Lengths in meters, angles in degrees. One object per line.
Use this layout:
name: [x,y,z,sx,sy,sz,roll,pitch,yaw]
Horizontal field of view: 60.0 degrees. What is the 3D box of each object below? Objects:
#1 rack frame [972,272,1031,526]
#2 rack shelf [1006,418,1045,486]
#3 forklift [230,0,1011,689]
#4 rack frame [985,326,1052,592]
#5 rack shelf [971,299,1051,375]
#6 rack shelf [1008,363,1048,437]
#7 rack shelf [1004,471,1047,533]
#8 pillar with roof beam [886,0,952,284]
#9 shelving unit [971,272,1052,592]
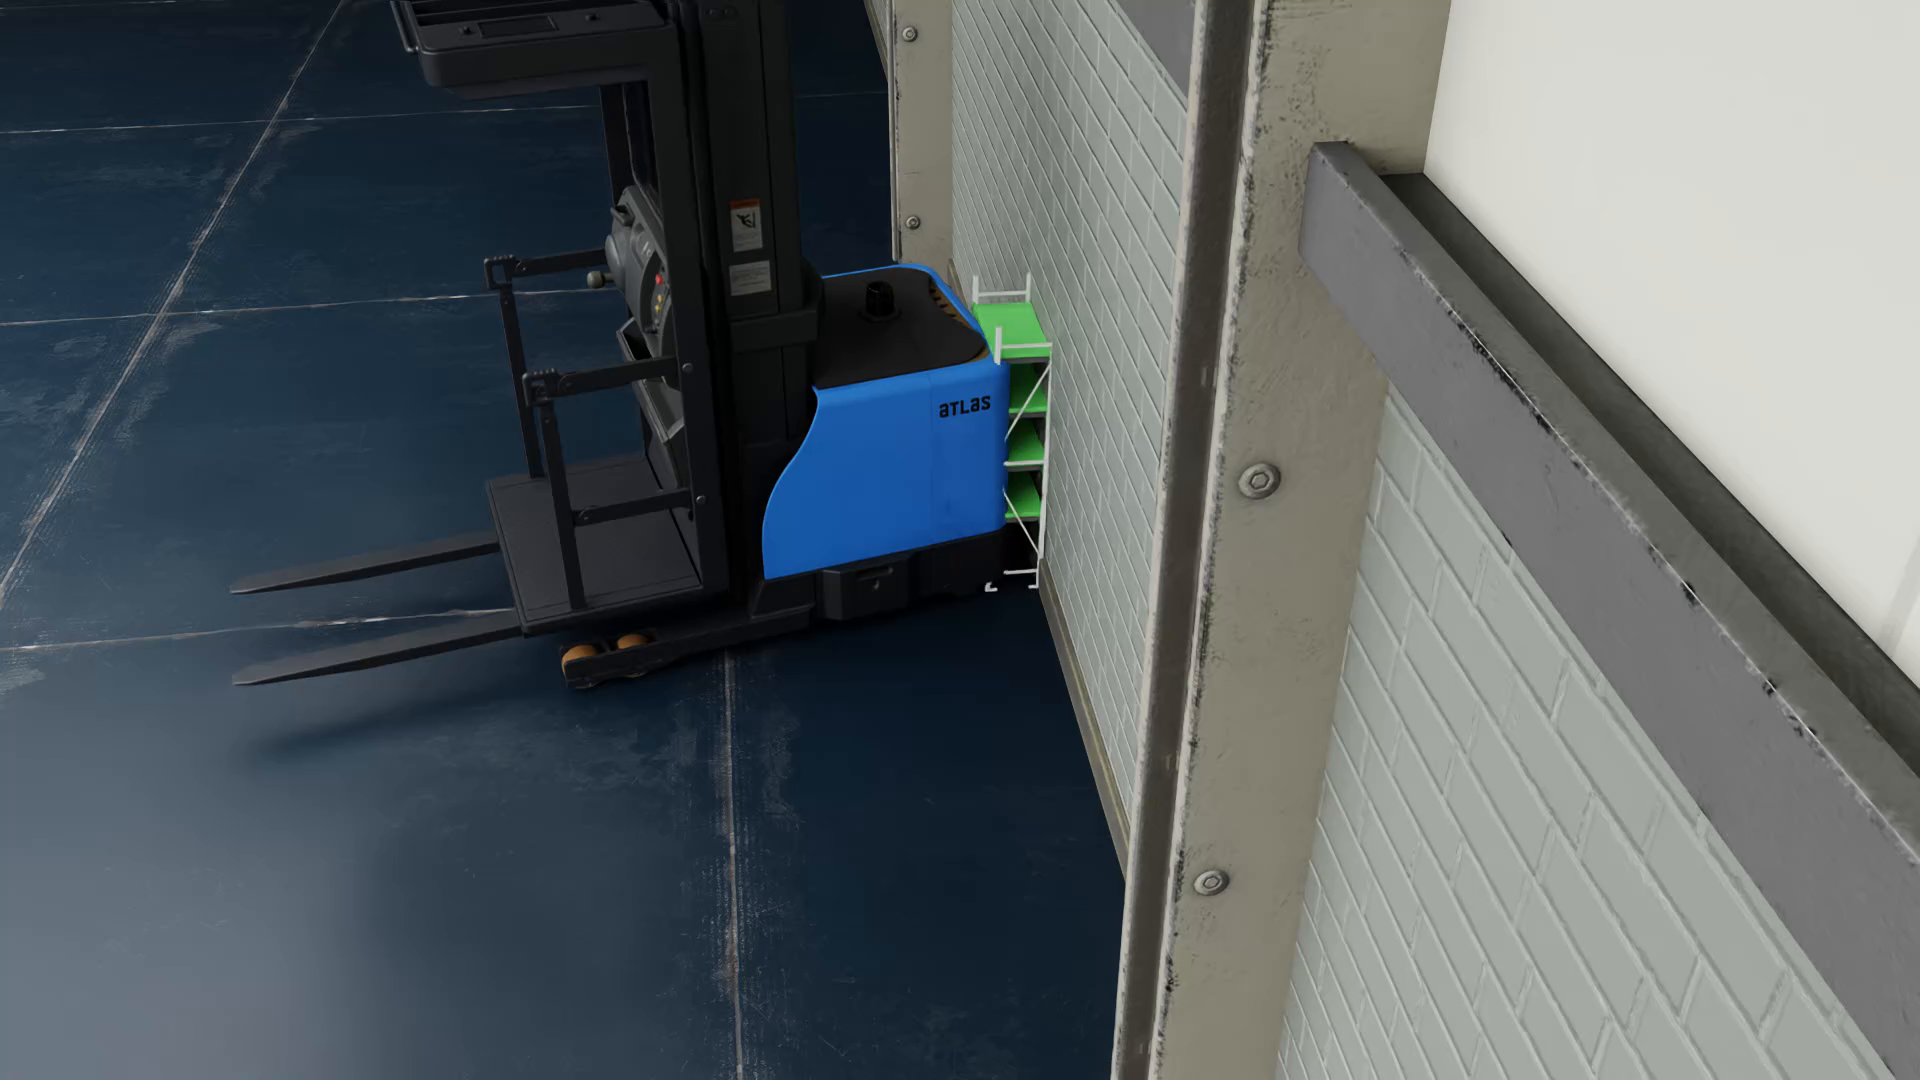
rack frame: [0.156,-0.563,7.016,0.240,1.200,0.015,-4,33,-9]
rack shelf: [0.195,-0.380,6.848,0.258,0.148,0.480,-4,33,-9]
forklift: [-1.361,-0.976,6.080,3.031,2.935,1.130,-12,36,-17]
rack frame: [0.238,-0.304,6.611,0.240,1.200,0.015,-4,33,-9]
rack shelf: [0.209,-0.785,6.591,0.258,0.148,0.480,-4,33,-9]
rack shelf: [0.202,-0.582,6.720,0.258,0.148,0.480,-4,33,-9]
rack shelf: [0.189,-0.177,6.976,0.258,0.148,0.480,-4,33,-9]
pillar with roof beam: [-4.478,-4.938,6.505,9.100,9.000,0.400,-4,35,-6]
shelving unit: [0.197,-0.434,6.814,0.258,1.200,0.503,-4,33,-9]
